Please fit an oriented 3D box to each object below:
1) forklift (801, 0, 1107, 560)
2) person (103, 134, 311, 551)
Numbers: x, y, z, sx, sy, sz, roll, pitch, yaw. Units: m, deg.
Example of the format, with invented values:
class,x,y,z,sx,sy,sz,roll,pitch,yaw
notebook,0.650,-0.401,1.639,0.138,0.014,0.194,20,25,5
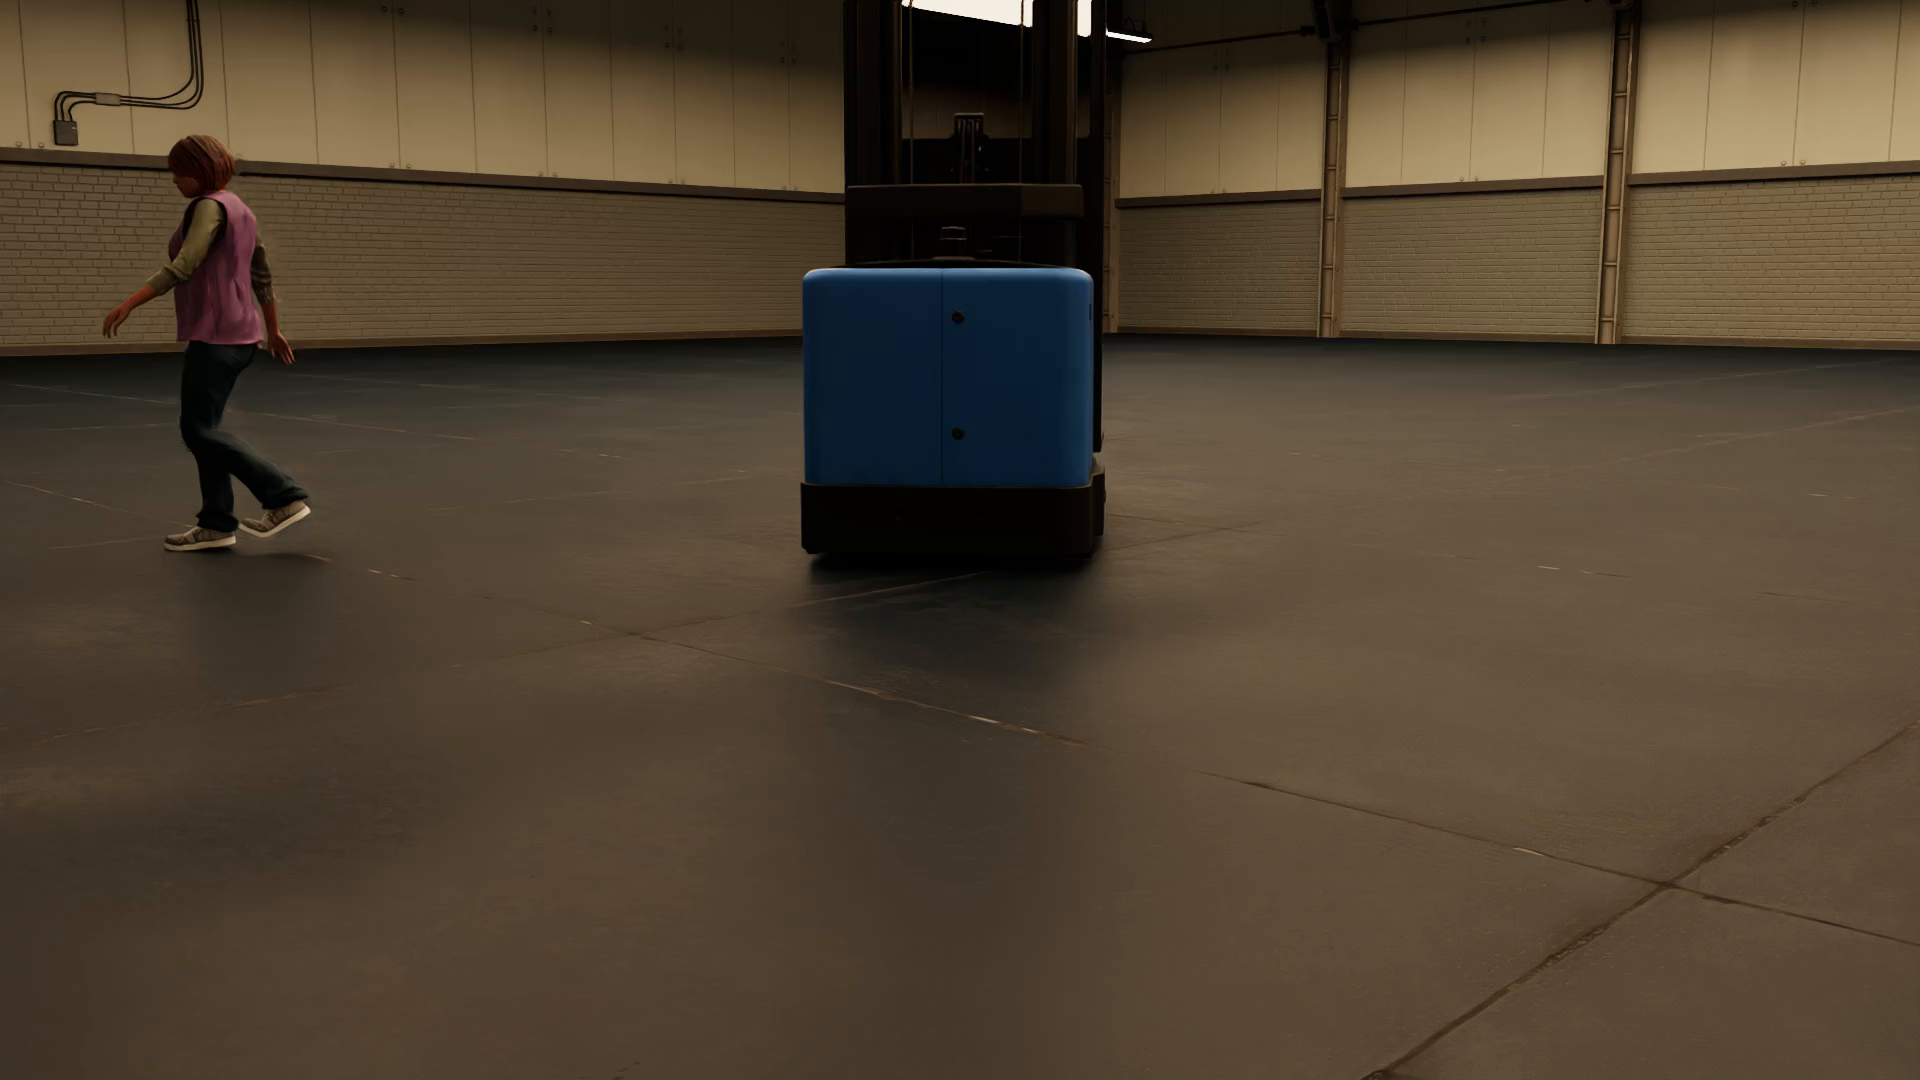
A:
class,x,y,z,sx,sy,sz,roll,pitch,yaw
forklift,0.085,-1.555,7.201,1.130,2.935,3.031,1,9,6
person,-2.825,-0.738,6.351,0.628,1.581,0.722,-1,9,-9
